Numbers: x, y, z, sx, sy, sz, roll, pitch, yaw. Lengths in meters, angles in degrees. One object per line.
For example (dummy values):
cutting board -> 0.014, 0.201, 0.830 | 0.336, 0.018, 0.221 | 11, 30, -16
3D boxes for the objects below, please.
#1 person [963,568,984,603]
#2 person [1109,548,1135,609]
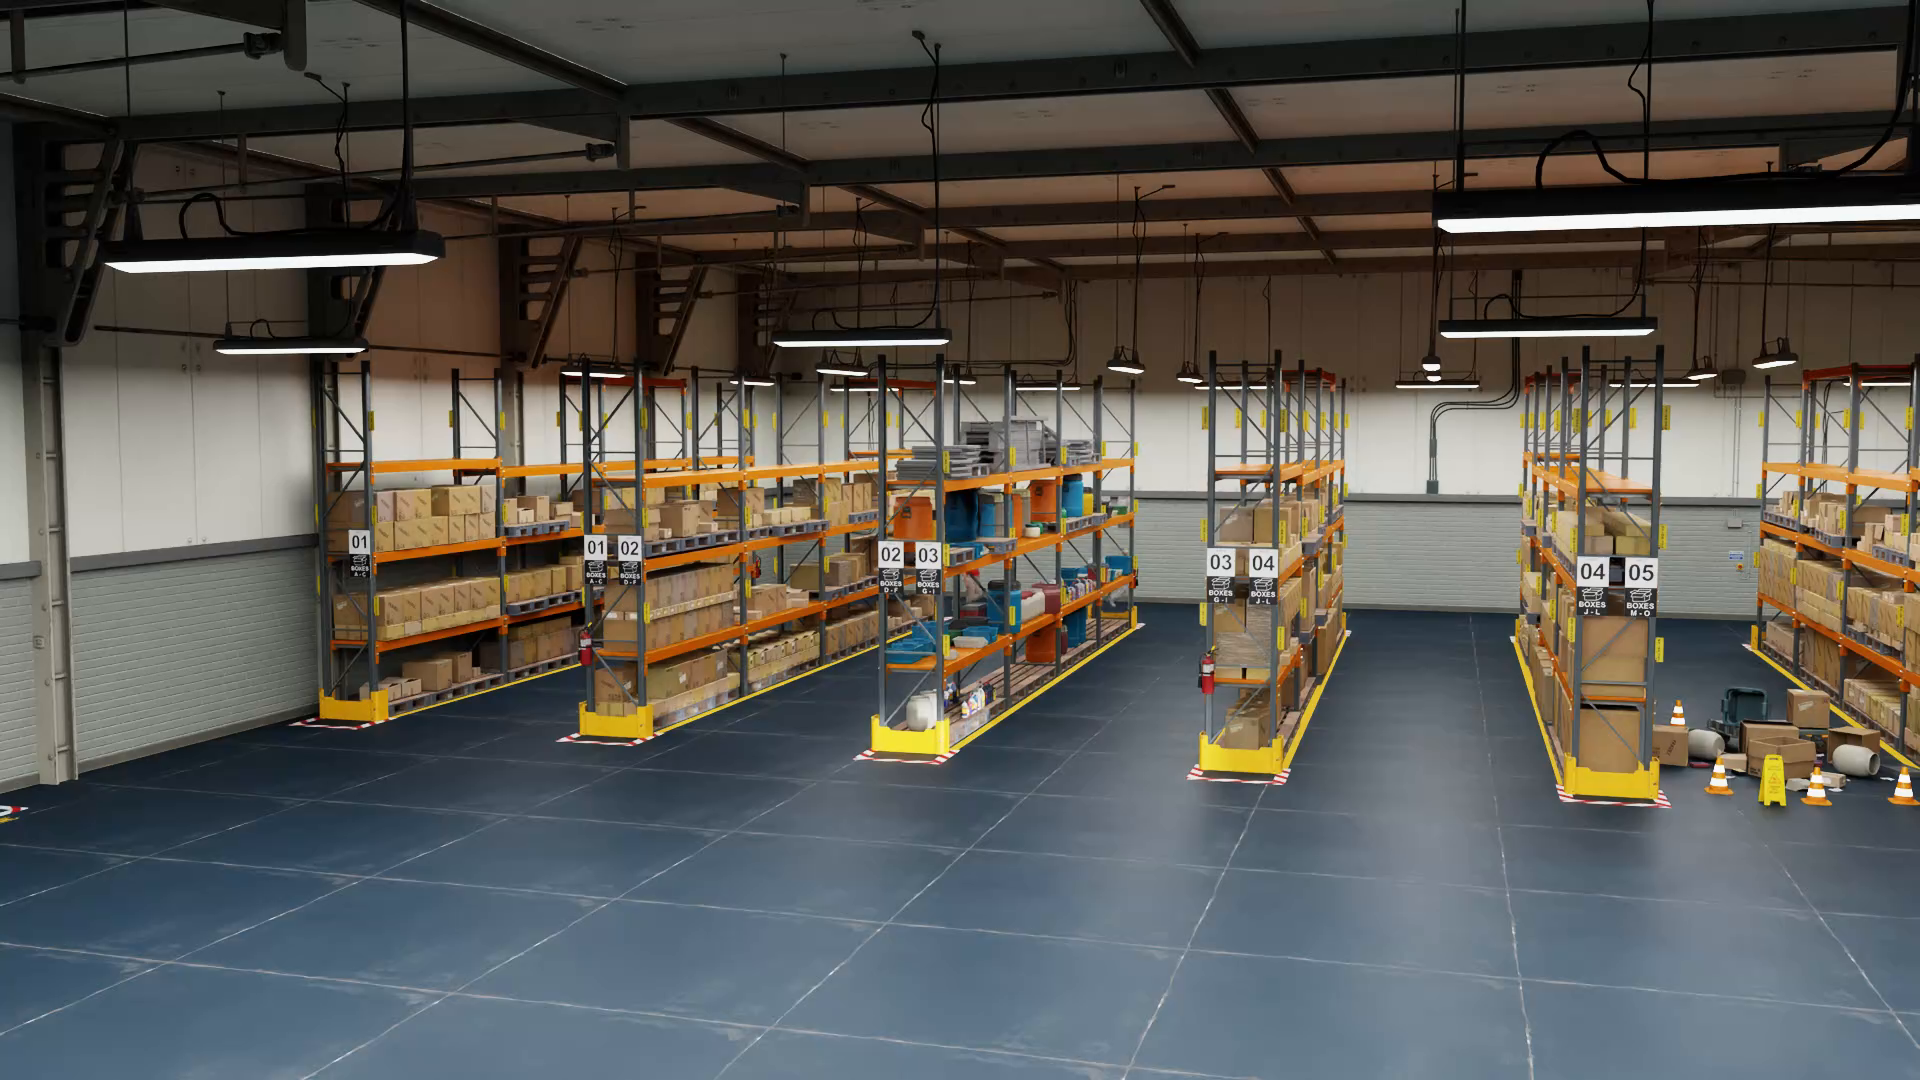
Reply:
person -> 0.346, 1.070, 42.898 | 0.477, 1.729, 0.548 | 2, 5, 27
person -> 4.366, 1.018, 44.102 | 0.792, 1.646, 0.509 | 4, 6, 43
